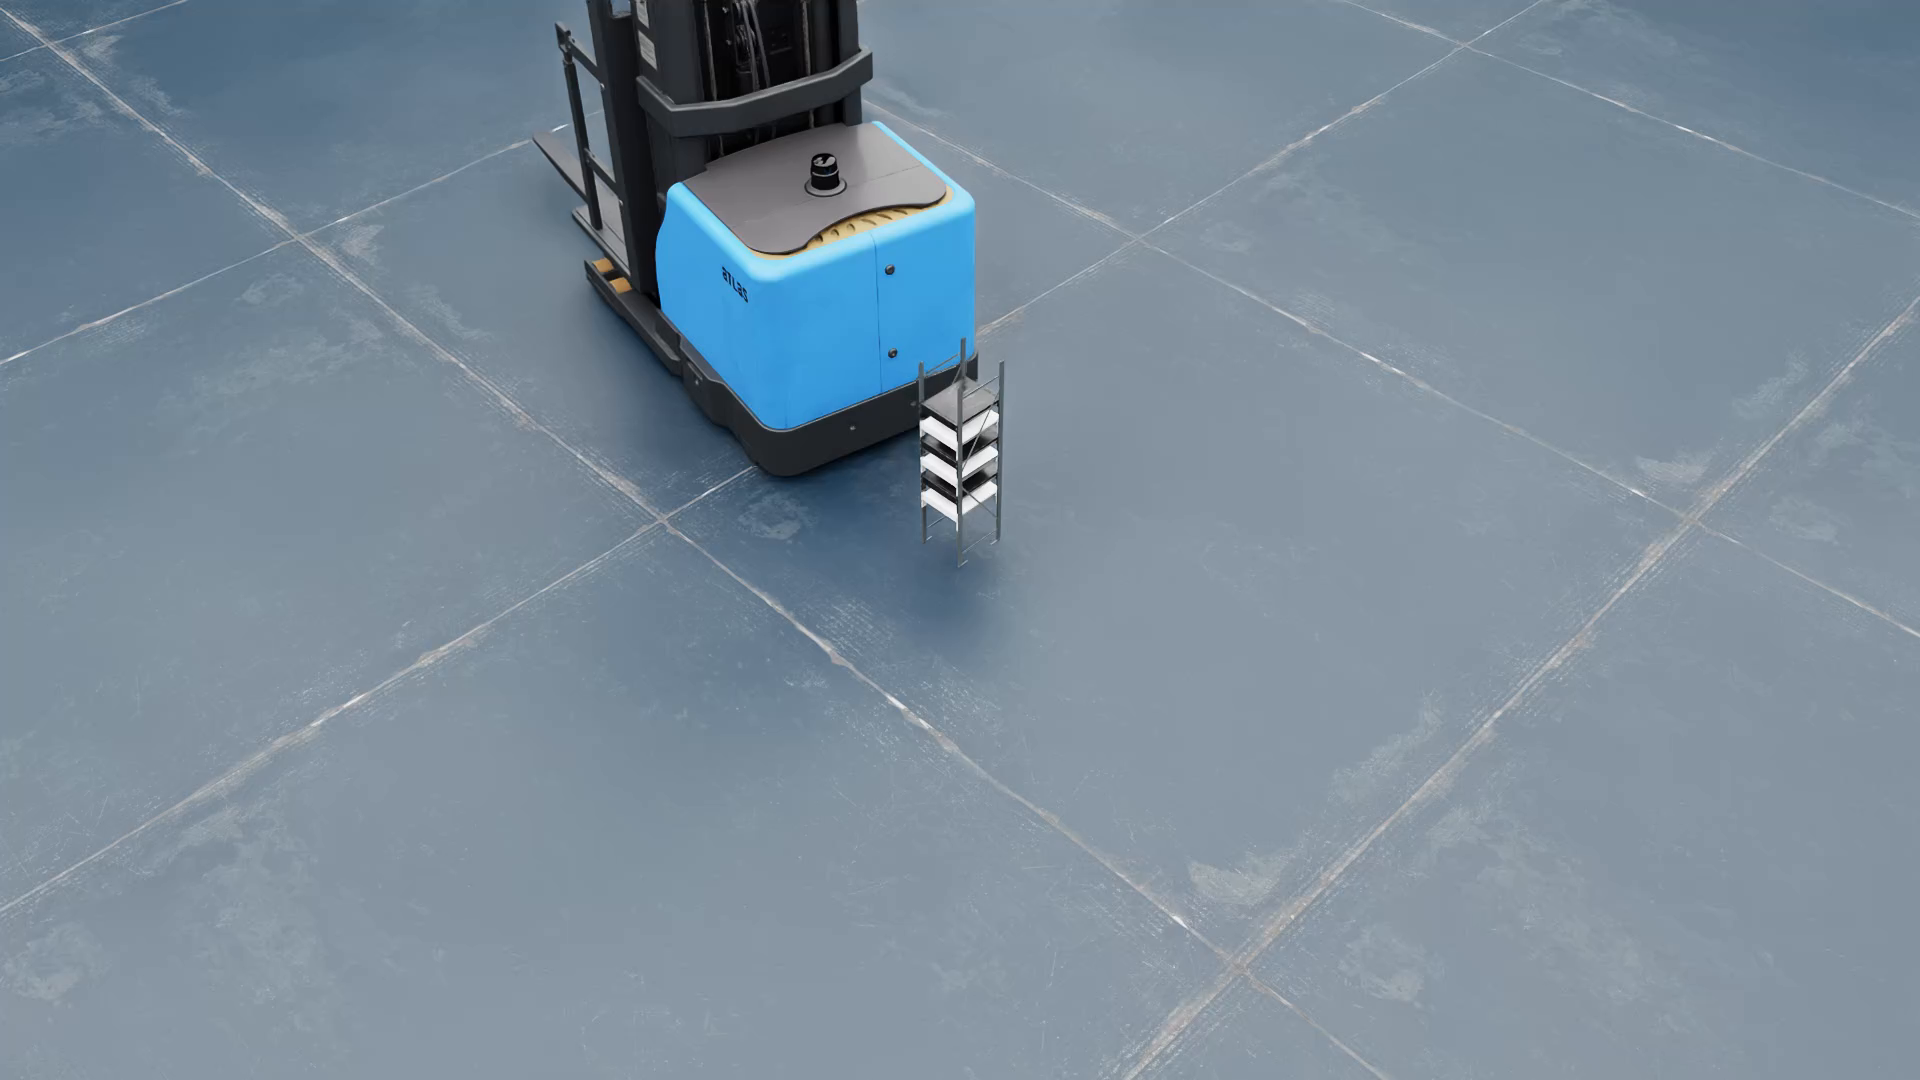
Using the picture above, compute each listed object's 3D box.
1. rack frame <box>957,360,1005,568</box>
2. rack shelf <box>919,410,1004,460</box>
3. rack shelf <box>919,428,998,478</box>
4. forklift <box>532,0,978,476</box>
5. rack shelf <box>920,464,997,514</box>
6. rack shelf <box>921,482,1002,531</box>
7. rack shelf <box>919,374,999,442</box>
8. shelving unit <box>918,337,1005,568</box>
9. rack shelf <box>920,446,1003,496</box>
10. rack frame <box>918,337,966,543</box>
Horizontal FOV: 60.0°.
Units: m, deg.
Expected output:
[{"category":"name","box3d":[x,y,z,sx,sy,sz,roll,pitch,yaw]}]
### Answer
[{"category":"rack frame","box3d":[0.078,-0.278,6.388,0.240,0.900,0.006,-34,53,-31]},{"category":"rack shelf","box3d":[0.006,-0.434,6.341,0.258,0.077,0.200,-34,53,-31]},{"category":"rack shelf","box3d":[0.006,-0.368,6.402,0.258,0.077,0.200,-34,53,-31]},{"category":"forklift","box3d":[-1.146,-2.316,7.096,1.130,2.935,3.031,-24,48,-24]},{"category":"rack shelf","box3d":[0.006,-0.236,6.524,0.258,0.077,0.200,-34,53,-31]},{"category":"rack shelf","box3d":[0.006,-0.170,6.585,0.258,0.077,0.200,-34,53,-31]},{"category":"rack shelf","box3d":[0.006,-0.500,6.280,0.258,0.077,0.200,-34,53,-31]},{"category":"shelving unit","box3d":[0.006,-0.327,6.440,0.258,0.900,0.210,-34,53,-31]},{"category":"rack shelf","box3d":[0.006,-0.302,6.463,0.258,0.077,0.200,-34,53,-31]},{"category":"rack frame","box3d":[-0.066,-0.375,6.493,0.240,0.900,0.006,-34,53,-31]}]
